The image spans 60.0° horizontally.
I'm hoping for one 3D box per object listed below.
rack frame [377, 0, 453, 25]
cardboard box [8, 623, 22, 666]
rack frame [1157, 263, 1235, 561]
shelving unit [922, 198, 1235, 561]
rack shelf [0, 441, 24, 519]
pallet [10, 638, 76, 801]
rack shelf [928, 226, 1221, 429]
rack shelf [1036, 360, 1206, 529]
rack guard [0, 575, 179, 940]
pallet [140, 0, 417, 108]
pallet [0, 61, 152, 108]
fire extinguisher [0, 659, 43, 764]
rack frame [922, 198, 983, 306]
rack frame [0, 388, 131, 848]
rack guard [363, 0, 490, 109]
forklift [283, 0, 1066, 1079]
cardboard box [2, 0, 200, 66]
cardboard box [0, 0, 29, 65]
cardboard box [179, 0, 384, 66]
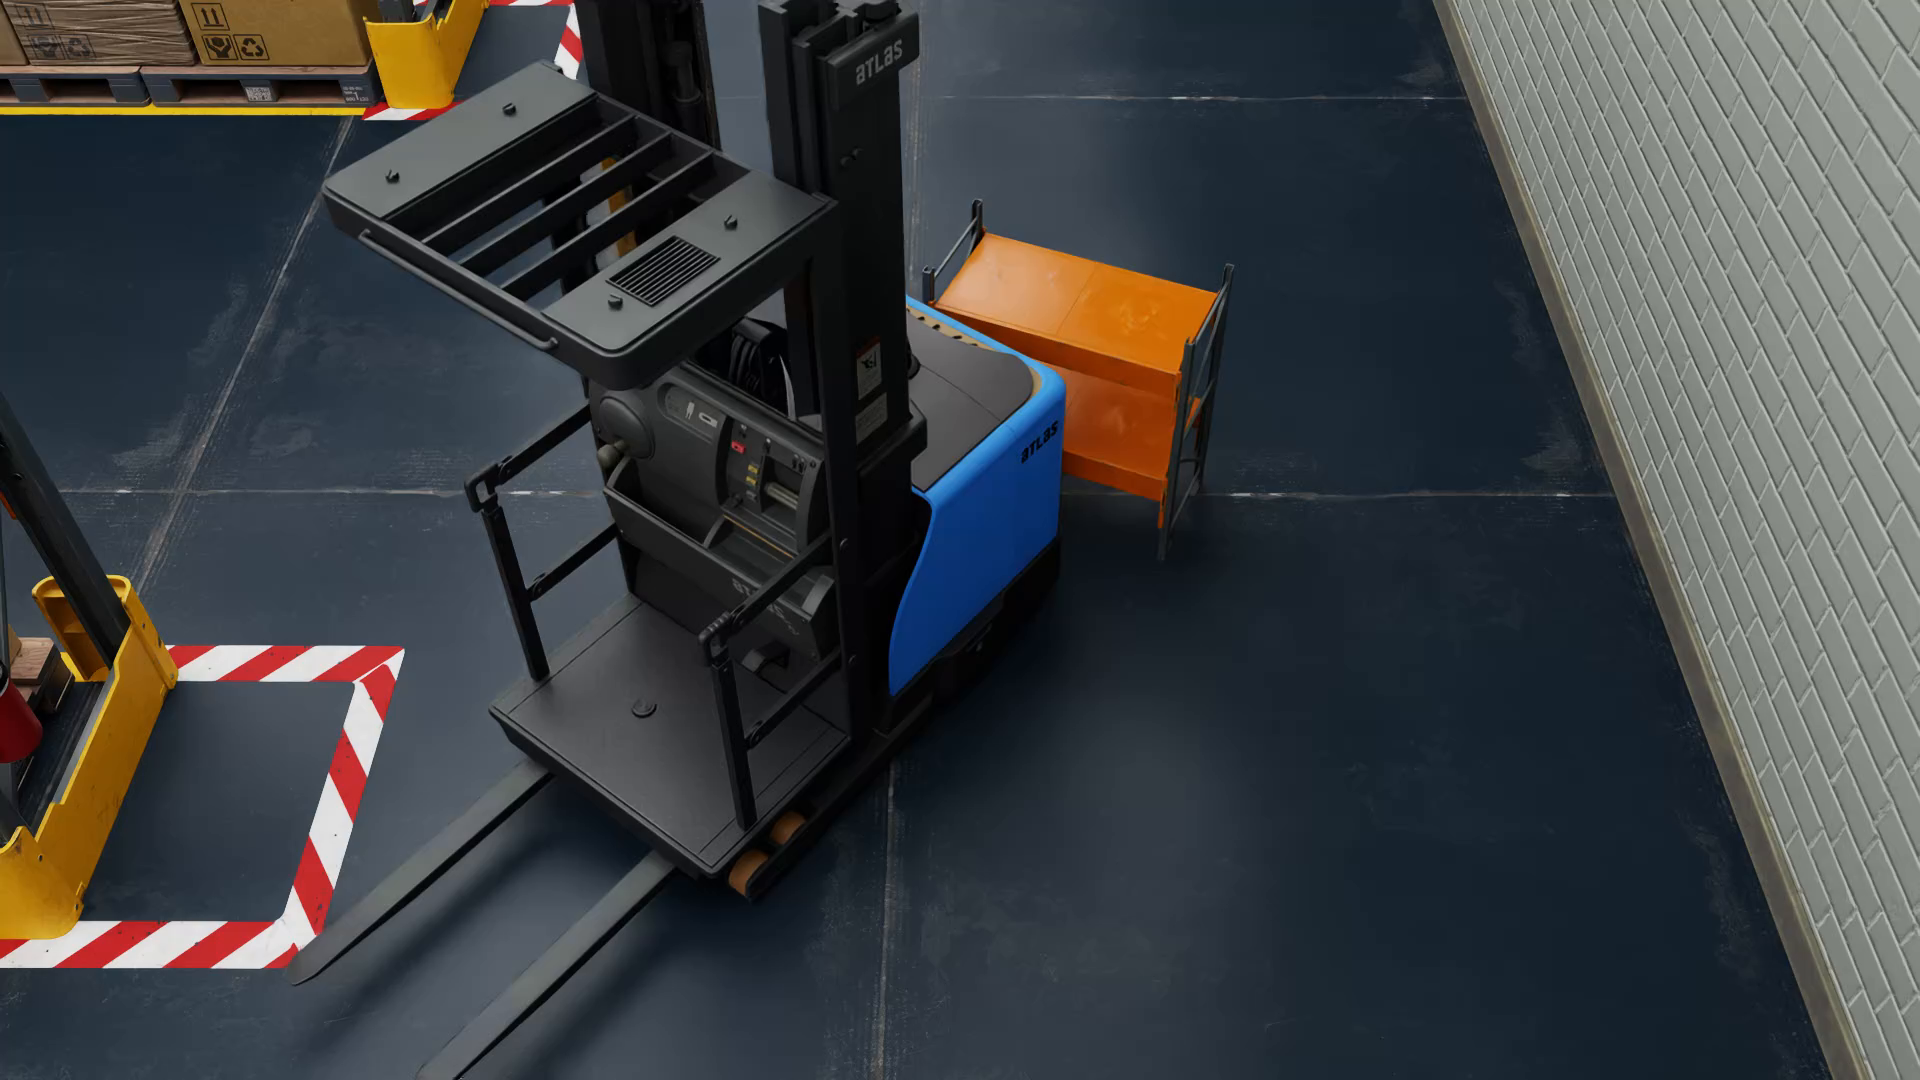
[{"bbox_3d":[-2.927,-3.756,8.197,0.127,3.000,1.000,0,47,0],"label":"rack frame"},{"bbox_3d":[-3.569,0.466,5.927,0.250,0.149,0.380,1,47,1],"label":"cardboard box"},{"bbox_3d":[0.905,-0.472,6.421,0.032,1.125,0.500,18,50,16],"label":"rack frame"},{"bbox_3d":[0.440,-0.622,6.560,1.048,1.125,0.538,18,50,16],"label":"shelving unit"},{"bbox_3d":[-5.046,0.114,5.086,4.000,0.370,1.077,0,47,0],"label":"rack shelf"},{"bbox_3d":[-3.935,0.796,5.865,1.213,0.211,1.003,0,47,0],"label":"pallet"},{"bbox_3d":[0.440,-0.821,6.346,1.000,0.278,0.538,18,50,16],"label":"rack shelf"},{"bbox_3d":[0.440,-0.455,6.739,1.000,0.278,0.538,18,50,16],"label":"rack shelf"},{"bbox_3d":[-3.122,0.725,5.733,0.348,0.500,1.175,0,47,0],"label":"rack guard"},{"bbox_3d":[-3.727,-2.751,9.167,1.213,0.211,1.003,0,47,0],"label":"pallet"},{"bbox_3d":[-4.944,-2.757,9.172,1.213,0.211,1.003,0,47,0],"label":"pallet"},{"bbox_3d":[-2.796,0.366,4.668,0.183,0.674,0.296,0,47,0],"label":"fire extinguisher"},{"bbox_3d":[-0.026,-0.771,6.699,0.032,1.125,0.500,18,50,16],"label":"rack frame"},{"bbox_3d":[-3.046,-0.126,4.818,0.127,3.000,1.000,0,47,0],"label":"rack frame"},{"bbox_3d":[-2.903,-2.905,9.112,0.348,0.500,1.175,0,47,0],"label":"rack guard"},{"bbox_3d":[-0.916,-0.209,4.943,1.130,2.935,3.031,30,54,25],"label":"forklift"},{"bbox_3d":[-4.477,-3.121,8.771,0.875,0.875,0.875,0,47,0],"label":"cardboard box"},{"bbox_3d":[-5.367,-3.124,8.773,0.875,0.875,0.875,0,47,0],"label":"cardboard box"},{"bbox_3d":[-3.567,-3.119,8.768,0.875,0.875,0.875,0,47,0],"label":"cardboard box"}]
